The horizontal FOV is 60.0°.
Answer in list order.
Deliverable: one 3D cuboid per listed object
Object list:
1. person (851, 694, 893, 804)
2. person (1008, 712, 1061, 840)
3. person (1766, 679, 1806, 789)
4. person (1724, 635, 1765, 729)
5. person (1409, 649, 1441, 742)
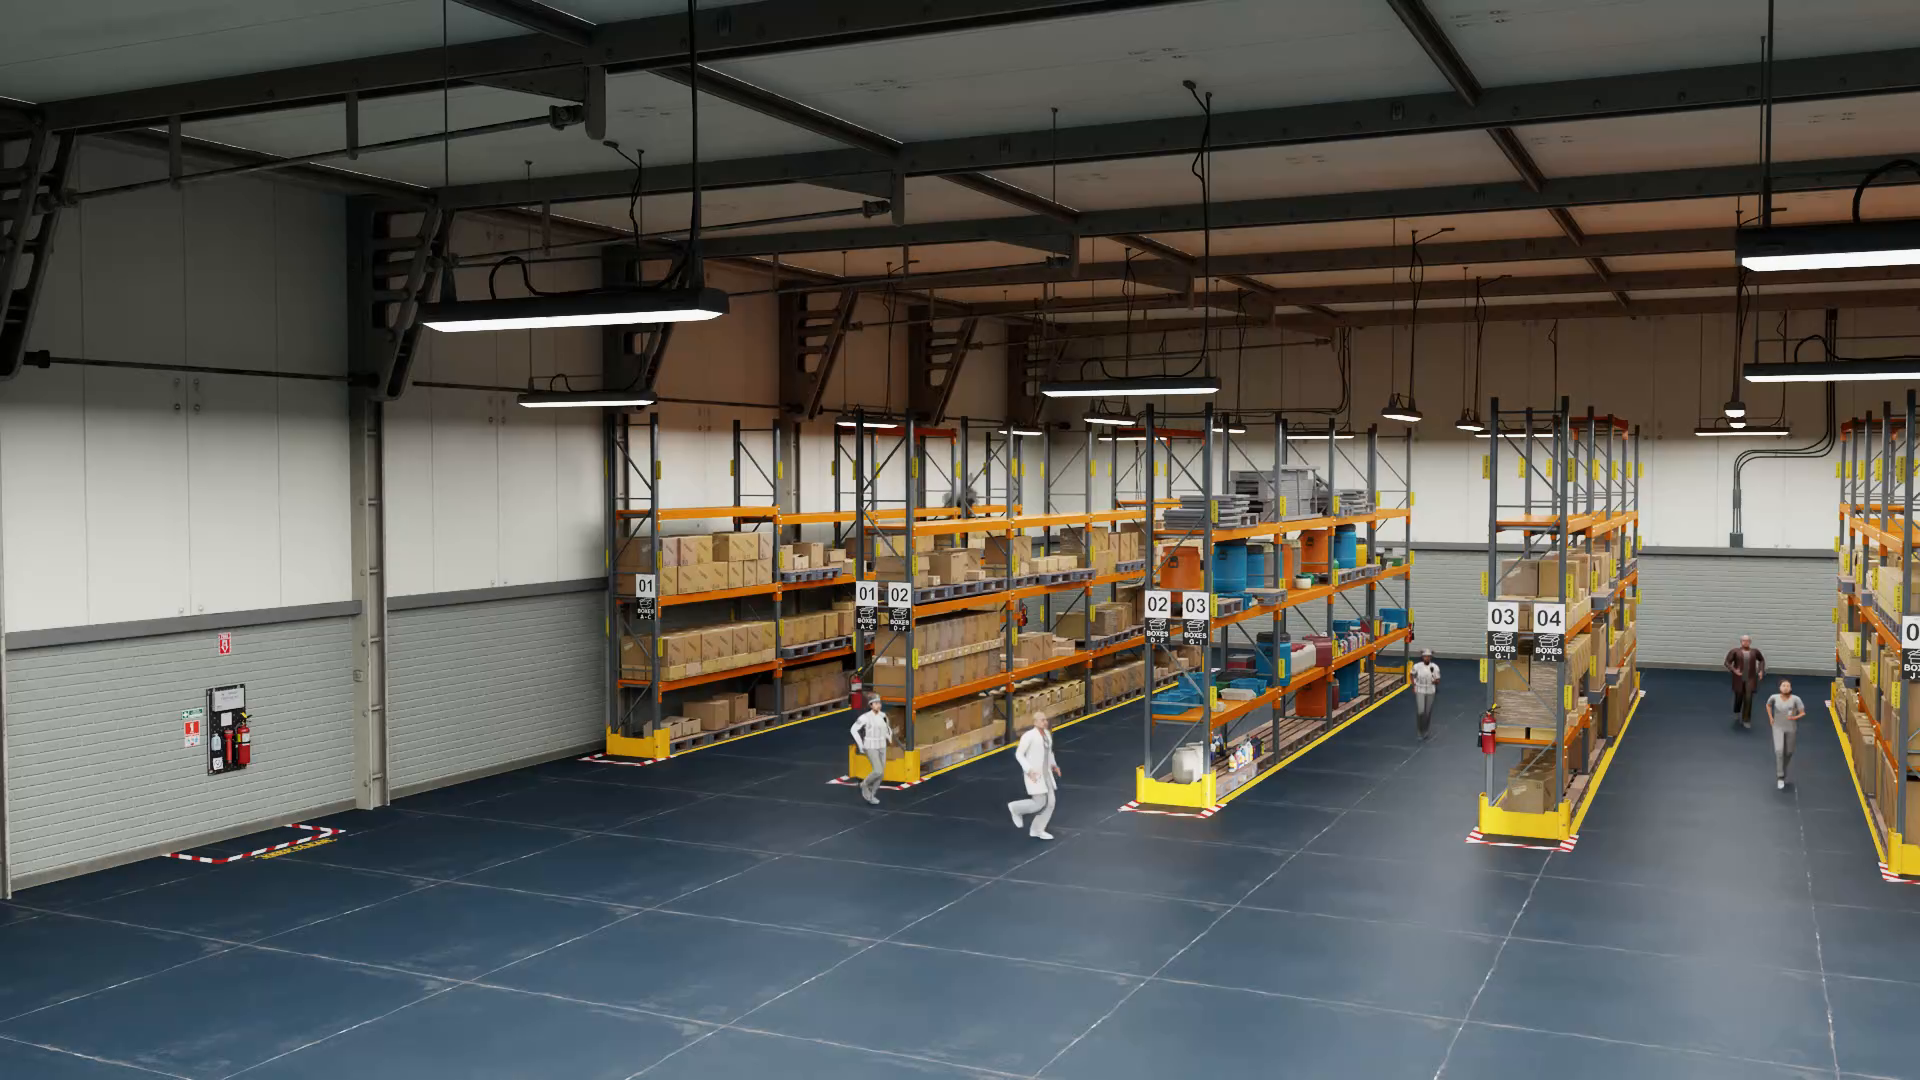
[{"bbox_3d":[-1.241,3.121,24.820,0.607,1.655,0.560,-2,3,-38],"label":"person"},{"bbox_3d":[1.006,3.190,22.649,0.672,1.727,0.695,2,3,44],"label":"person"},{"bbox_3d":[13.184,3.056,26.549,0.533,1.694,1.085,1,3,19],"label":"person"},{"bbox_3d":[15.350,2.752,32.529,0.736,1.787,0.898,1,3,20],"label":"person"},{"bbox_3d":[8.627,2.878,30.813,0.552,1.732,0.720,0,2,8],"label":"person"}]
